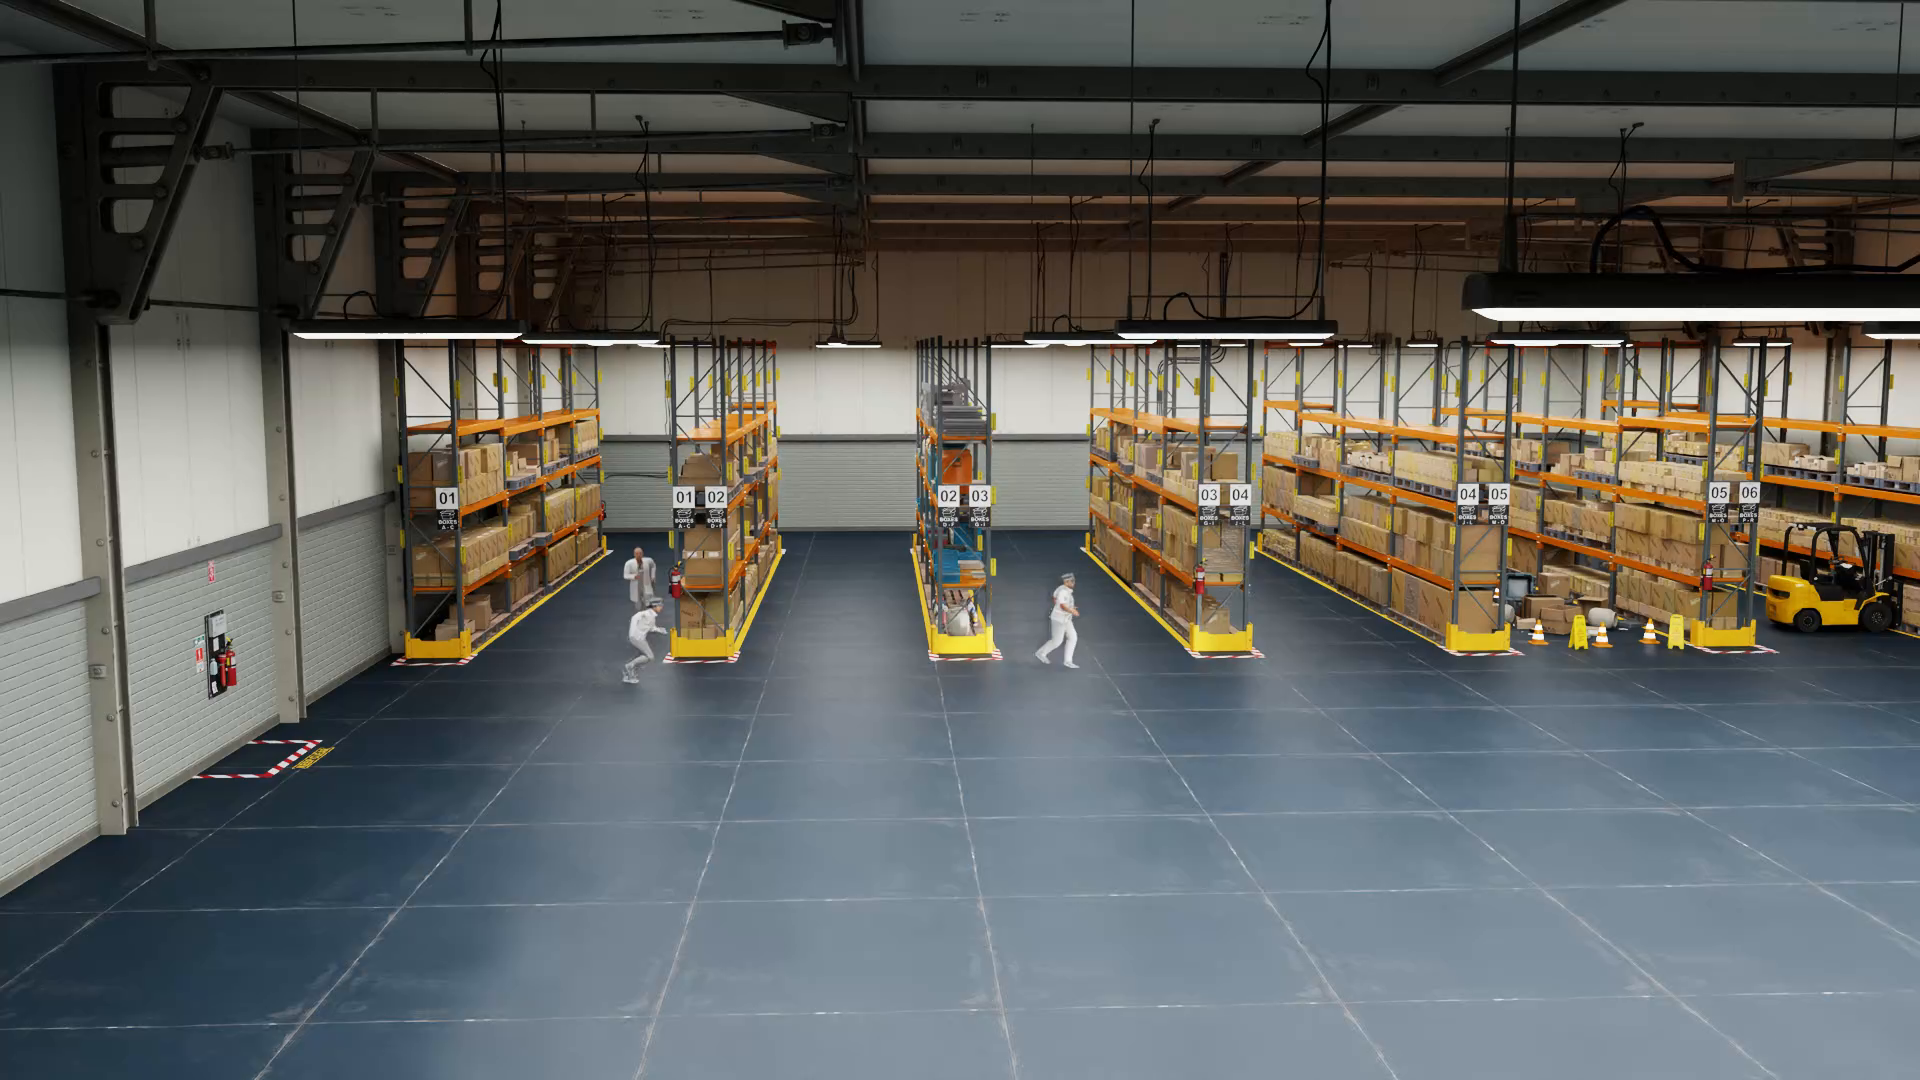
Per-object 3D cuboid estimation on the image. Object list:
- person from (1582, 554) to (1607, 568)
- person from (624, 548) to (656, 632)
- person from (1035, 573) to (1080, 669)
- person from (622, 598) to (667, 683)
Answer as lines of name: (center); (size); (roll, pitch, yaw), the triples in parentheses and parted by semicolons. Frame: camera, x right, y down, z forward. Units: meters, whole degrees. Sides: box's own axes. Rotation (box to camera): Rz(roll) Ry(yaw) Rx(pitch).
person: (16.781, -0.088, 43.911); (0.664, 1.675, 0.760); (-3, 7, -21)
person: (-6.554, 0.999, 34.089); (0.626, 1.729, 1.012); (-1, 7, -8)
person: (1.750, 1.458, 30.053); (0.831, 1.753, 0.621); (2, 7, 18)
person: (-5.454, 1.740, 28.617); (0.797, 1.495, 0.652); (1, 7, 6)
